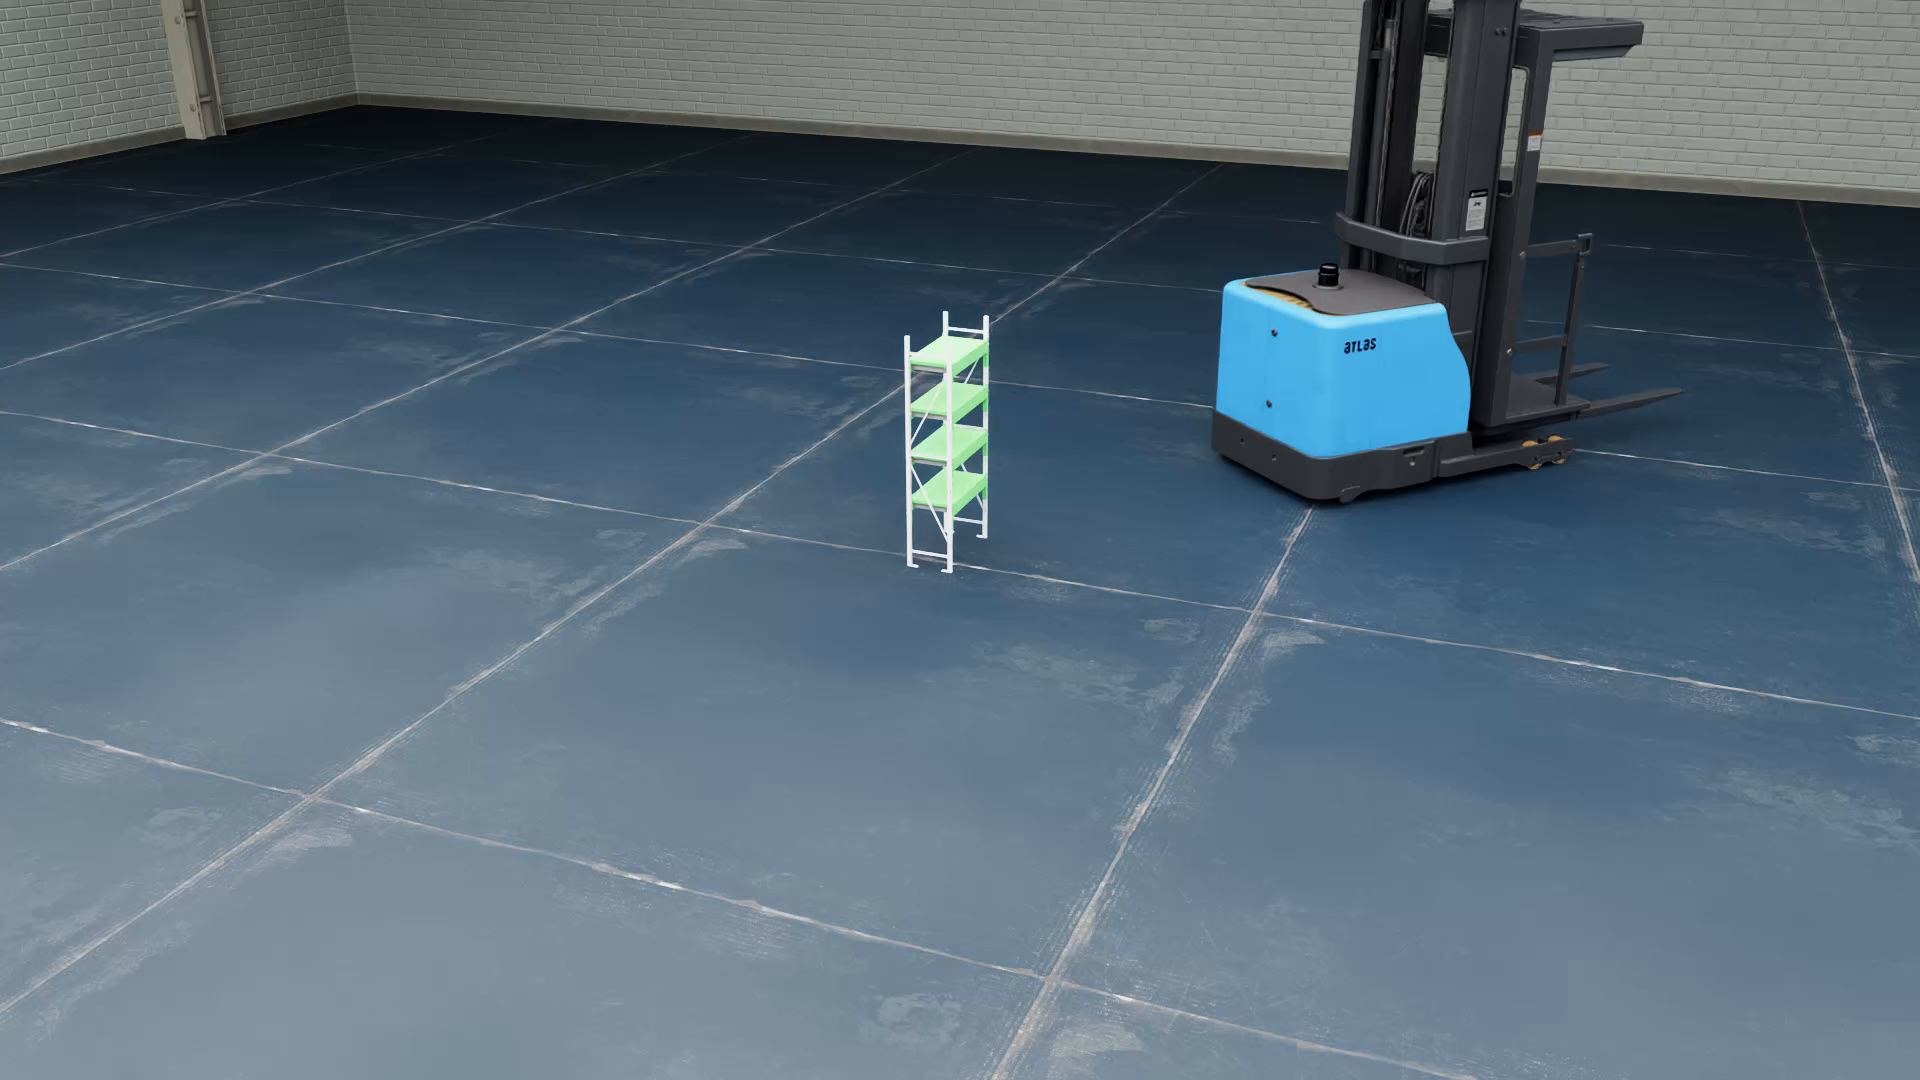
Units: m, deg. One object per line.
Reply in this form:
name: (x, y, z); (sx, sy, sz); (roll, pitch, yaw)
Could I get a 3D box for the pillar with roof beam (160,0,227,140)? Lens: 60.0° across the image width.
pillar with roof beam: (-5.477, -8.606, 17.678); (9.100, 9.000, 0.400); (9, 24, 20)

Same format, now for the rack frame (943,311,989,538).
rack frame: (0.029, -0.582, 8.586); (0.240, 1.200, 0.015); (9, 24, 20)

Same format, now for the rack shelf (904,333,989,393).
rack shelf: (-0.061, -0.878, 8.217); (0.258, 0.148, 0.480); (9, 24, 20)

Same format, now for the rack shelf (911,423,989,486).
rack shelf: (-0.061, -0.435, 8.402); (0.258, 0.148, 0.480); (9, 24, 20)

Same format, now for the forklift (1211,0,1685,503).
forklift: (3.043, -1.935, 9.579); (3.031, 2.935, 1.130); (-11, 25, -25)

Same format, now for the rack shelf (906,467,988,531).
rack shelf: (-0.061, -0.214, 8.494); (0.258, 0.148, 0.480); (9, 24, 20)

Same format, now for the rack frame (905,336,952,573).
rack frame: (-0.152, -0.407, 8.168); (0.240, 1.200, 0.015); (9, 24, 20)

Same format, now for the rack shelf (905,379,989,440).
rack shelf: (-0.061, -0.657, 8.309); (0.258, 0.148, 0.480); (9, 24, 20)

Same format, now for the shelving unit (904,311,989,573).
shelving unit: (-0.061, -0.494, 8.377); (0.258, 1.200, 0.503); (9, 24, 20)
